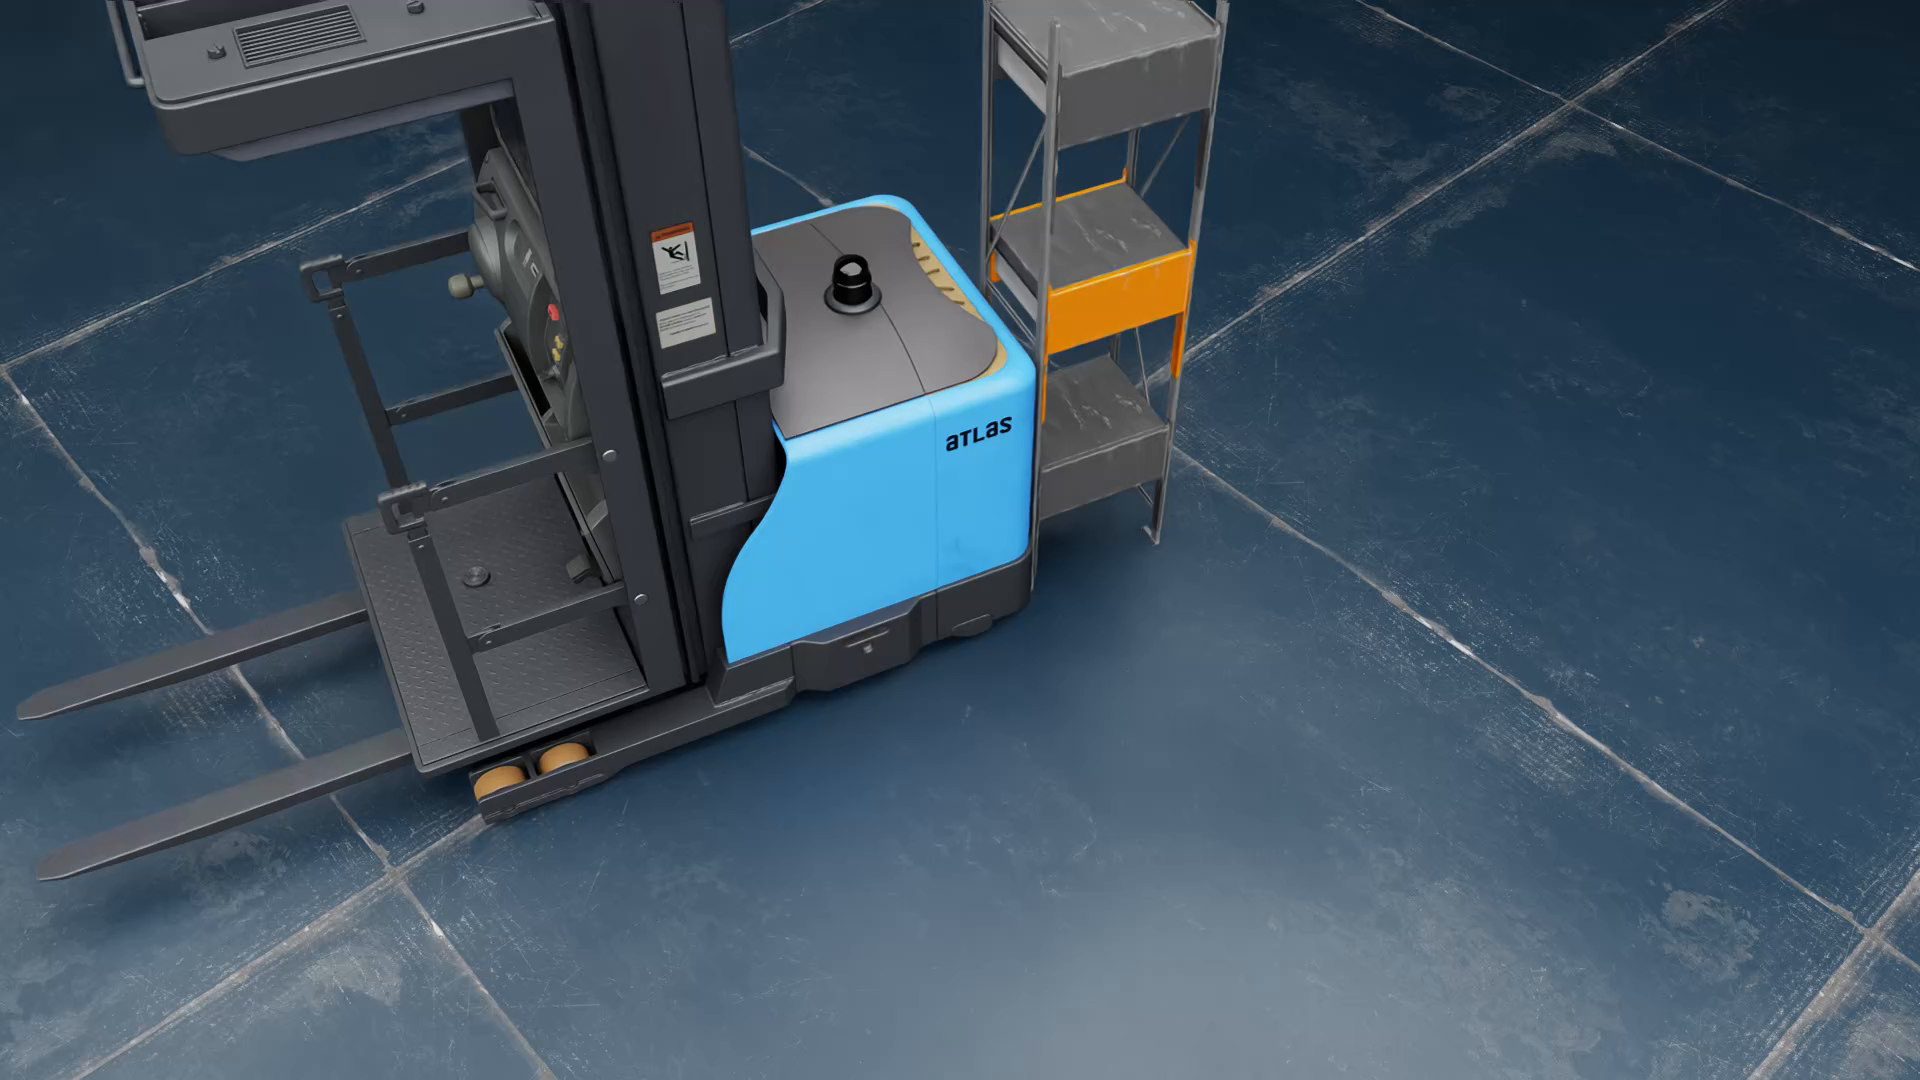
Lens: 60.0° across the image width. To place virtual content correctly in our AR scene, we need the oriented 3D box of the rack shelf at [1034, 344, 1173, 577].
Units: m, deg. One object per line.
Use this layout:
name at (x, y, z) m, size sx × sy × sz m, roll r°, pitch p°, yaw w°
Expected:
rack shelf at (0.374, -0.266, 5.537) m, size 0.480 × 0.518 × 0.431 m, roll -19°, pitch 50°, yaw -17°

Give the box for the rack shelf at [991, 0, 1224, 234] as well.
rack shelf at (0.374, -1.215, 4.508) m, size 0.480 × 0.518 × 0.431 m, roll -19°, pitch 50°, yaw -17°

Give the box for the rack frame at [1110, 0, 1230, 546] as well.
rack frame at (0.594, -0.827, 5.085) m, size 0.015 × 2.100 × 0.400 m, roll -19°, pitch 50°, yaw -17°

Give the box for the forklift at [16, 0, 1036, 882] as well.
forklift at (-1.323, -0.606, 4.315) m, size 3.031 × 2.935 × 1.130 m, roll -19°, pitch 50°, yaw -17°

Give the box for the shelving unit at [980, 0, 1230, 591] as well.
shelving unit at (0.374, -0.750, 5.013) m, size 0.503 × 2.100 × 0.431 m, roll -19°, pitch 50°, yaw -17°

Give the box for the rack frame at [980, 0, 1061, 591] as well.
rack frame at (0.154, -0.672, 4.941) m, size 0.015 × 2.100 × 0.400 m, roll -19°, pitch 50°, yaw -17°

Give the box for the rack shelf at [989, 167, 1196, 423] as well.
rack shelf at (0.374, -0.740, 5.023) m, size 0.480 × 0.518 × 0.431 m, roll -19°, pitch 50°, yaw -17°
